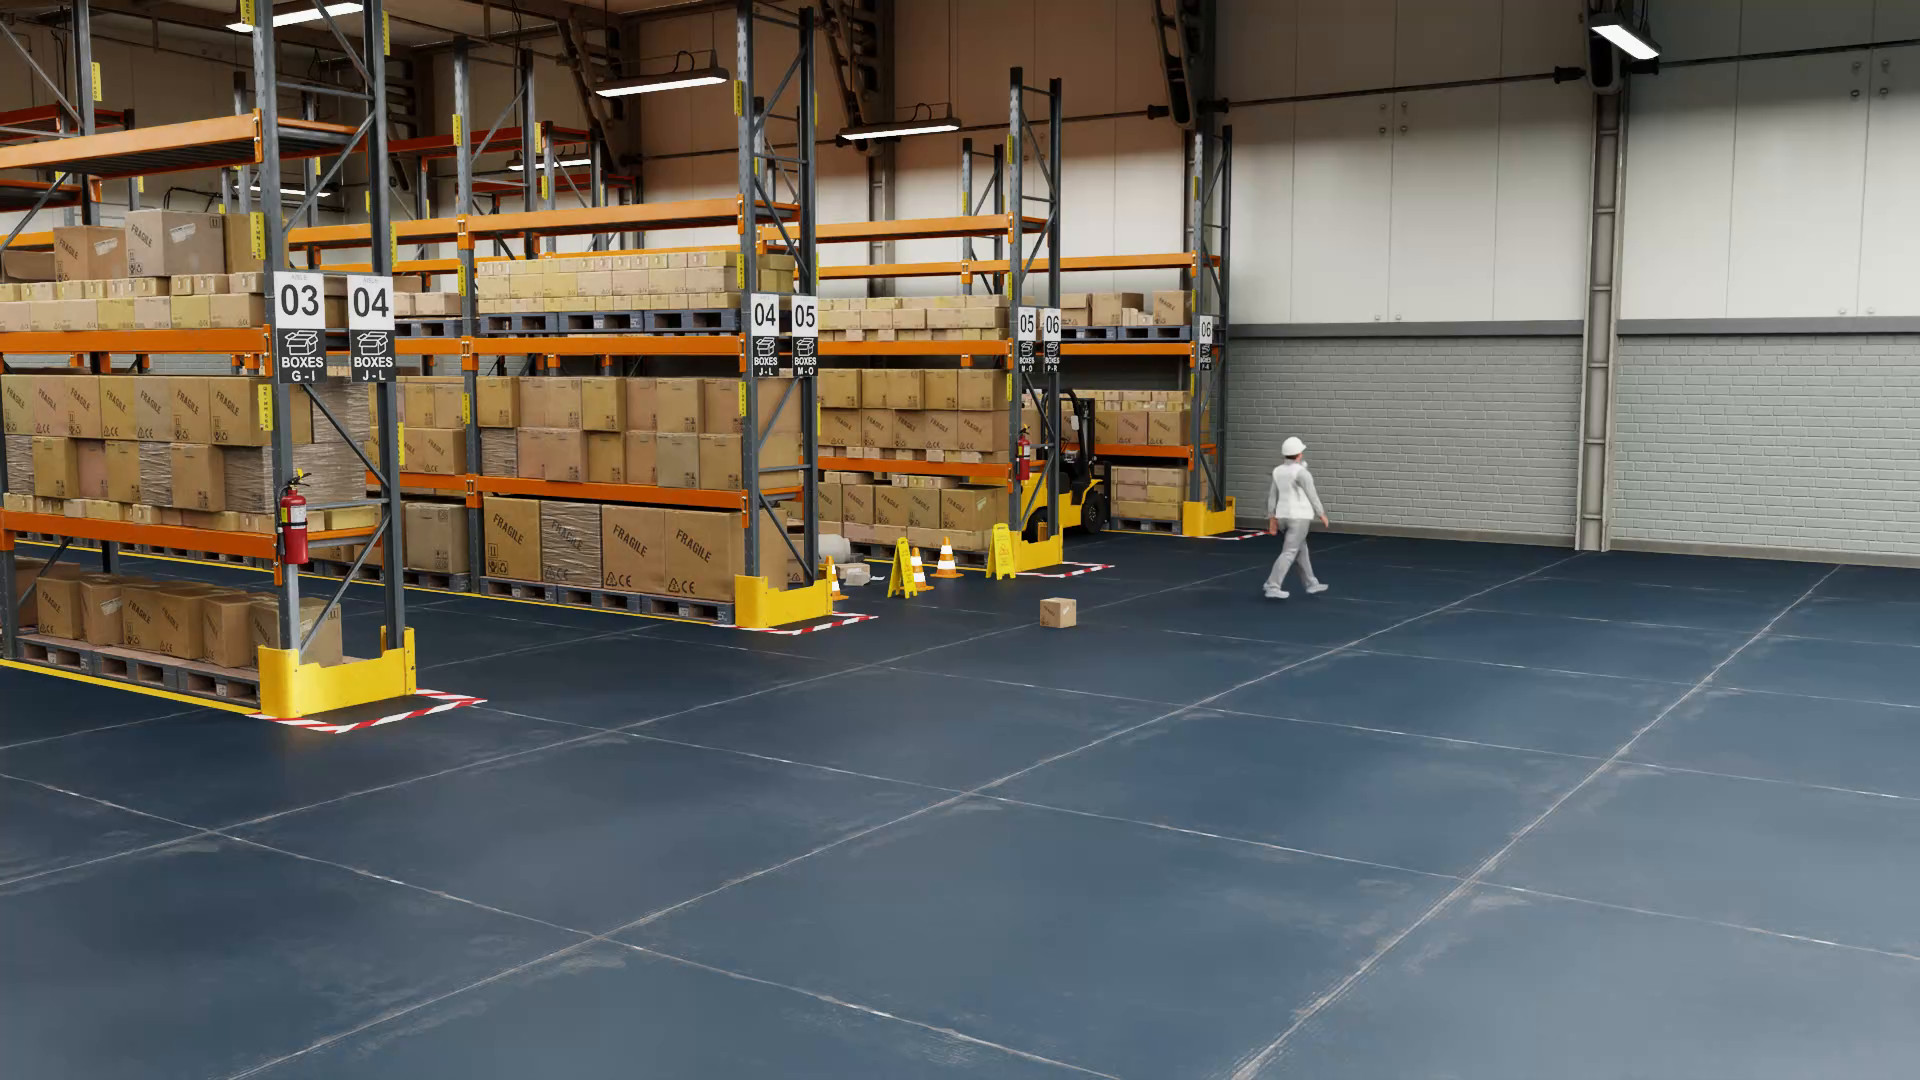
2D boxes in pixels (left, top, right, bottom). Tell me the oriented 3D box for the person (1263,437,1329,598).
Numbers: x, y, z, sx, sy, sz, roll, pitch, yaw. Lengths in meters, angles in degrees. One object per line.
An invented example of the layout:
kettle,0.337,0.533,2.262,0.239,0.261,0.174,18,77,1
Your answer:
person,3.660,-0.247,17.847,1.012,1.717,0.537,-3,7,-27
